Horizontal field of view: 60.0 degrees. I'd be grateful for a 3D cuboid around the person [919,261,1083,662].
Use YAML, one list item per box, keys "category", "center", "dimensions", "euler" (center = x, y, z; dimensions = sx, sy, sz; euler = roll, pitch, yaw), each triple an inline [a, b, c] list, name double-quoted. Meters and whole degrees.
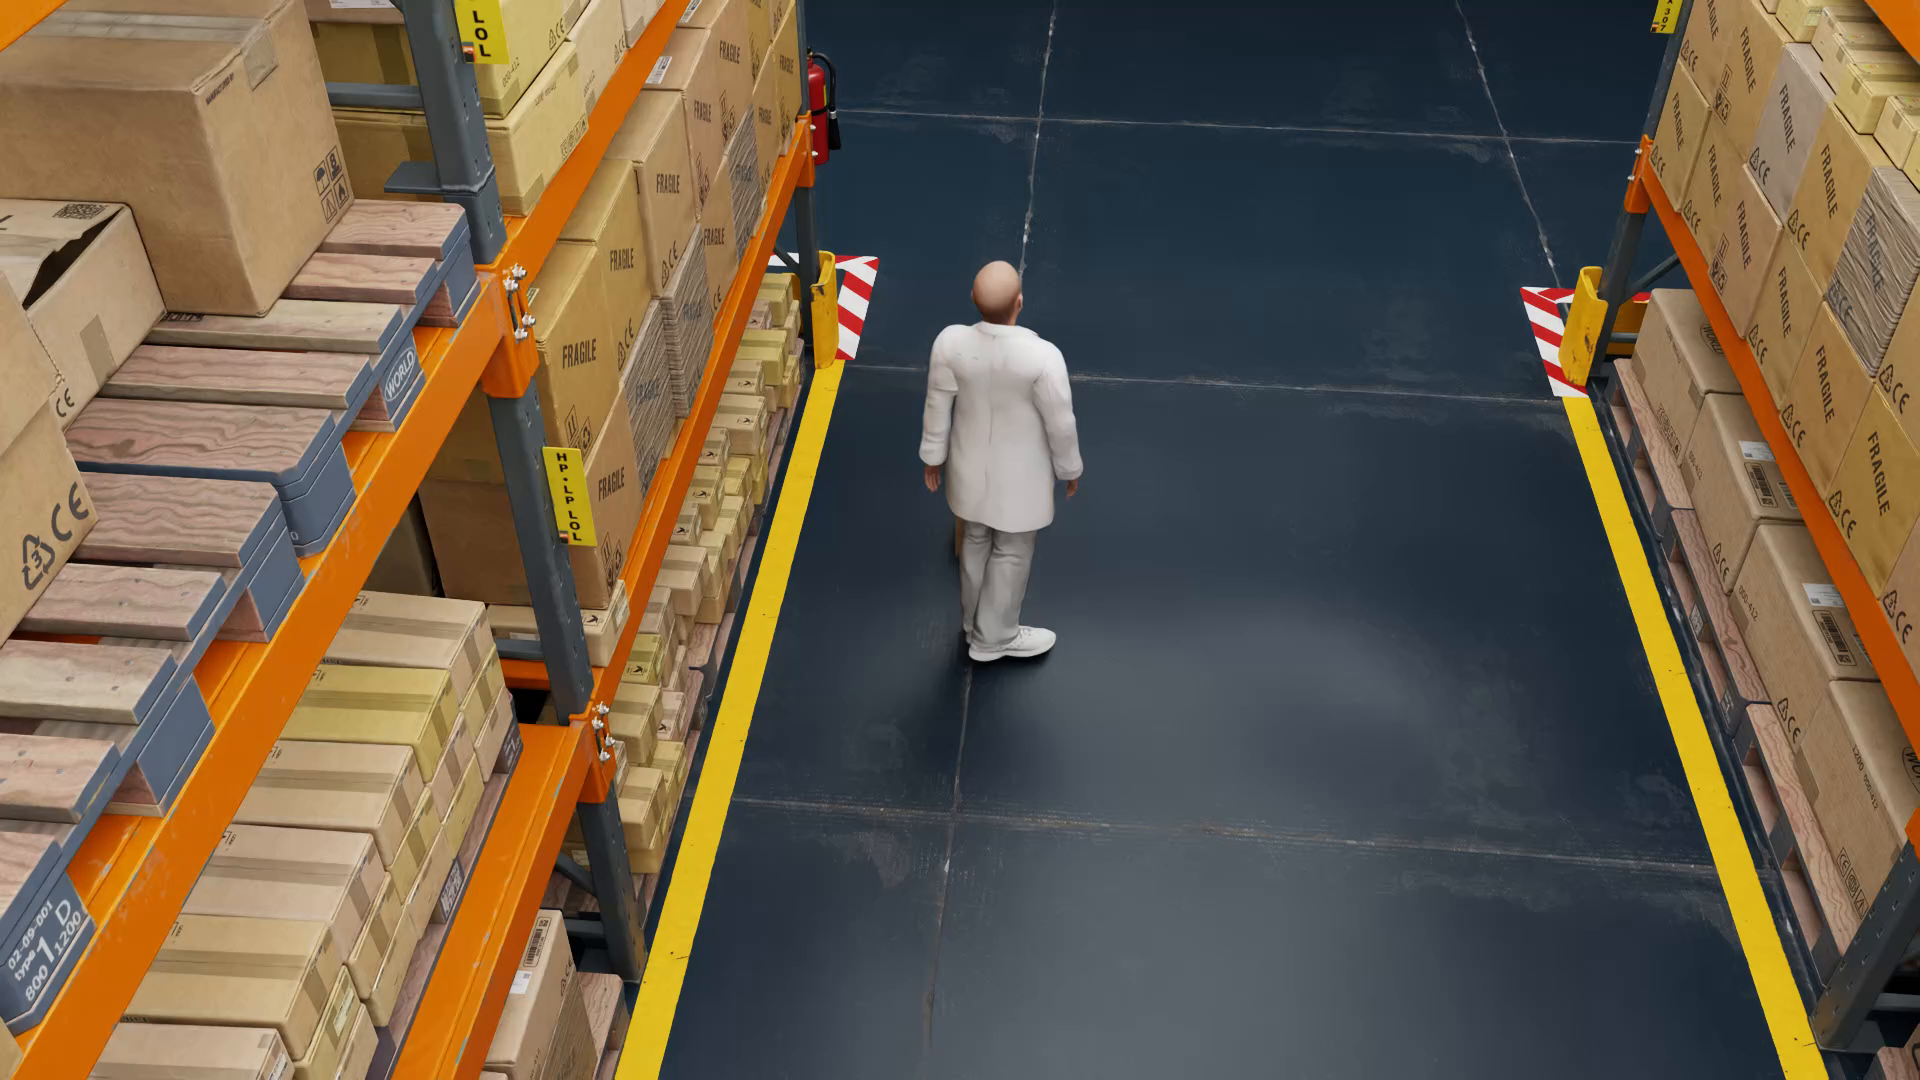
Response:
- category: "person"
  center: [0.163, -0.298, 6.501]
  dimensions: [0.640, 1.776, 0.455]
  euler: [15, 42, 18]
